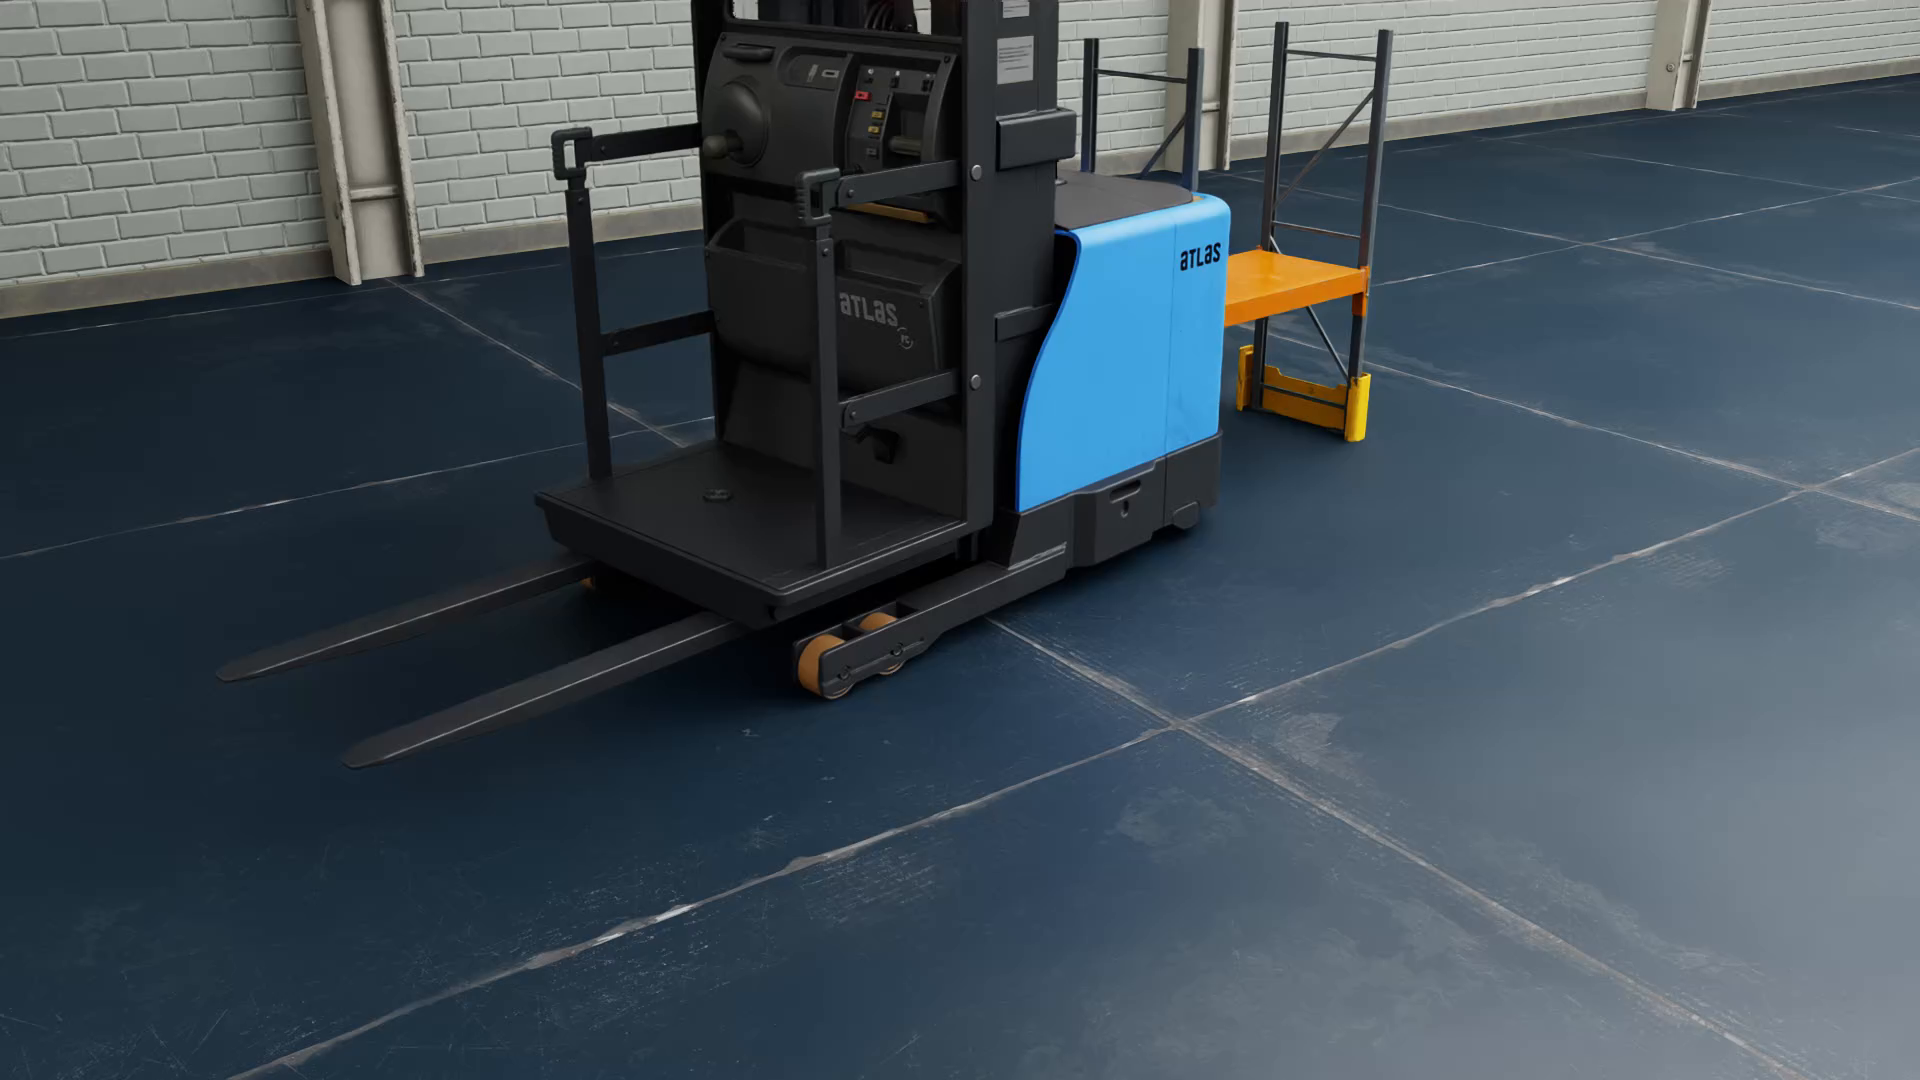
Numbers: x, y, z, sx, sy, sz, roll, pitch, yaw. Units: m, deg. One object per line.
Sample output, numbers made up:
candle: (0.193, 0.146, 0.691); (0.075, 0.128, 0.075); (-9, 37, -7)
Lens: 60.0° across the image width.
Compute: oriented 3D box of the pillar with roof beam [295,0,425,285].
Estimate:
pillar with roof beam: (-0.622, -4.314, 4.065); (0.400, 9.000, 9.100); (-15, 26, -33)

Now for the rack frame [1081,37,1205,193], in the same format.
rack frame: (0.592, -0.913, 5.661); (0.032, 1.500, 0.500); (-18, 28, -38)

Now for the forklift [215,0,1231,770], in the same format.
forklift: (-0.513, -1.158, 4.344); (1.130, 2.935, 3.031); (19, 29, 39)

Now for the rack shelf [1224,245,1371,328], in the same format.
rack shelf: (0.970, -0.872, 6.043); (1.000, 0.185, 0.538); (-18, 28, -38)

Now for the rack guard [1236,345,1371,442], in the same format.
rack guard: (1.335, -0.579, 6.511); (0.087, 0.250, 0.587); (-18, 28, -38)

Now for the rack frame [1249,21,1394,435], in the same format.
rack frame: (1.349, -1.164, 6.291); (0.032, 1.500, 0.500); (-18, 28, -38)

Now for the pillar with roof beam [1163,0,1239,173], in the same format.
pillar with roof beam: (4.249, -5.612, 7.320); (0.400, 9.000, 9.100); (-15, 26, -33)

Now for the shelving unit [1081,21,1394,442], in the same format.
shelving unit: (0.964, -1.037, 5.970); (1.083, 1.500, 0.587); (-18, 28, -38)

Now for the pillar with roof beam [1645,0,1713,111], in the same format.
pillar with roof beam: (9.119, -6.911, 10.574); (0.400, 9.000, 9.100); (-15, 26, -33)
